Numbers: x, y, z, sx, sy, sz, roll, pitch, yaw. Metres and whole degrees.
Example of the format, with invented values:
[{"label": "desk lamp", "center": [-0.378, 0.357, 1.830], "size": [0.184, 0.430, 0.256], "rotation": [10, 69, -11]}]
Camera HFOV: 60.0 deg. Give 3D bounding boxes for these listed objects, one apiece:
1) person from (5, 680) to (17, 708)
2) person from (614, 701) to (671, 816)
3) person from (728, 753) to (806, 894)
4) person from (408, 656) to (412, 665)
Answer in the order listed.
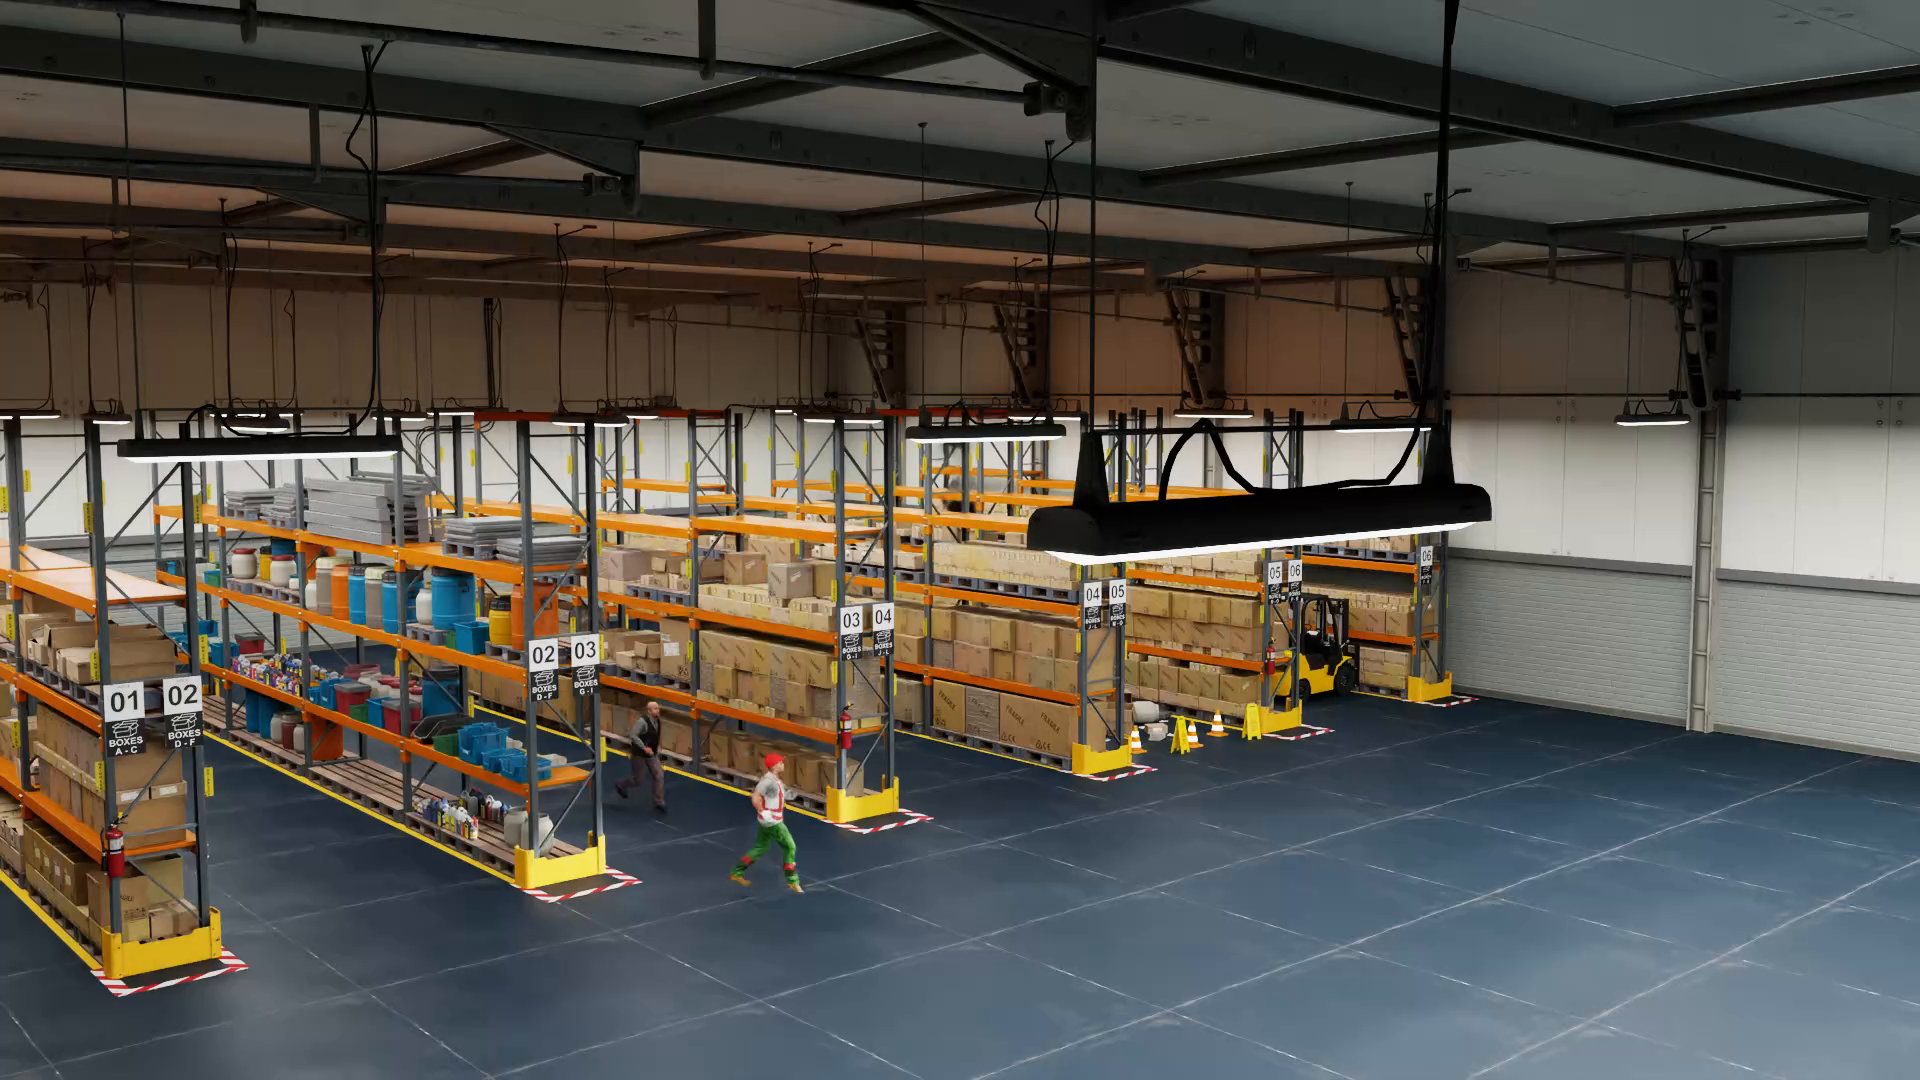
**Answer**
[{"label": "person", "center": [-17.958, 2.713, 31.501], "size": [0.569, 1.709, 0.664], "rotation": [2, 5, 19]}, {"label": "person", "center": [-4.813, 3.283, 25.236], "size": [1.062, 1.717, 0.660], "rotation": [3, 6, 32]}, {"label": "person", "center": [-2.454, 3.610, 21.062], "size": [0.981, 1.850, 0.624], "rotation": [-1, 5, -16]}, {"label": "person", "center": [-12.221, 2.184, 37.849], "size": [0.802, 1.685, 0.609], "rotation": [-2, 5, -21]}]
